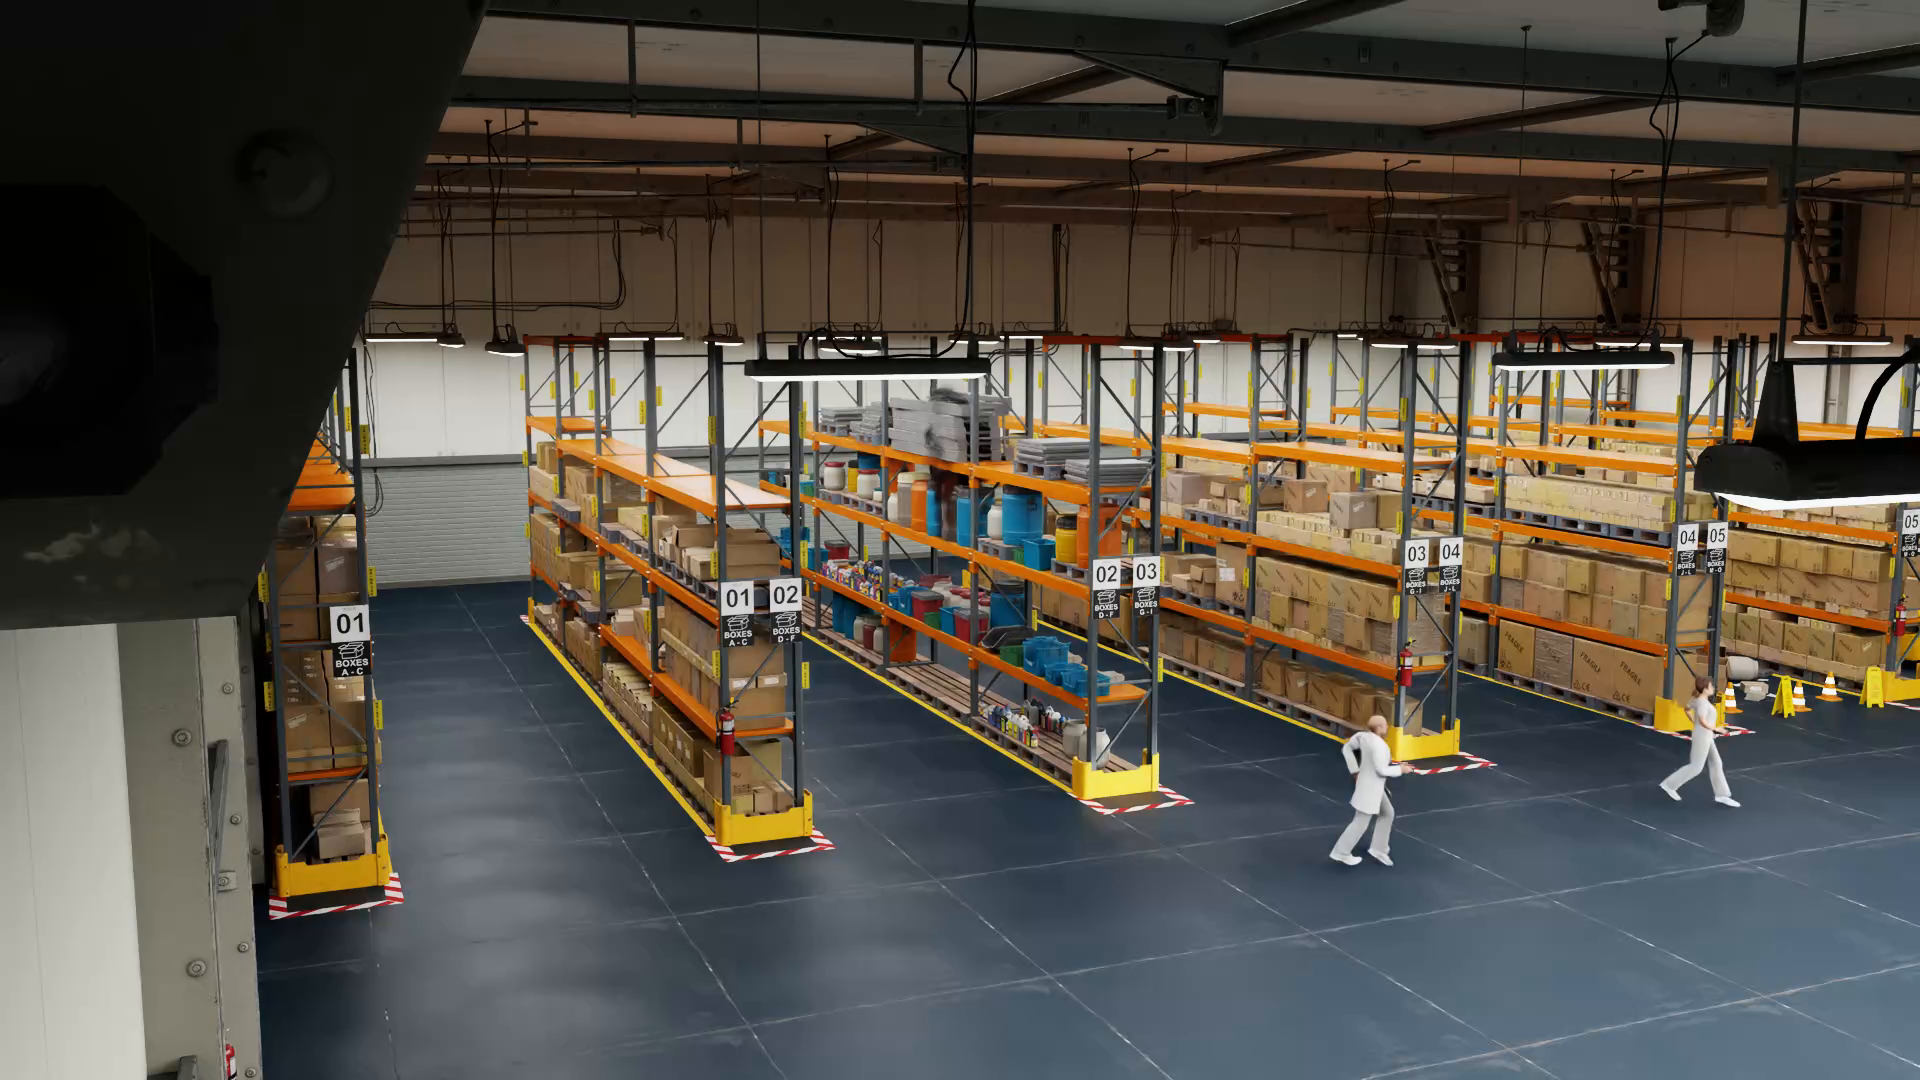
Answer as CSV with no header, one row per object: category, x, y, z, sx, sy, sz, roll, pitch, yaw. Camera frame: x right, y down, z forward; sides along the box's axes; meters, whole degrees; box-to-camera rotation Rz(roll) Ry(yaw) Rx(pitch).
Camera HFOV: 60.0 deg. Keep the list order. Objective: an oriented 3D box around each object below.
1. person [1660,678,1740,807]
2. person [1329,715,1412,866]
person,9.690,2.613,21.703,0.975,1.658,0.607,3,8,20
person,4.733,2.919,19.178,0.908,1.835,0.640,1,8,4
